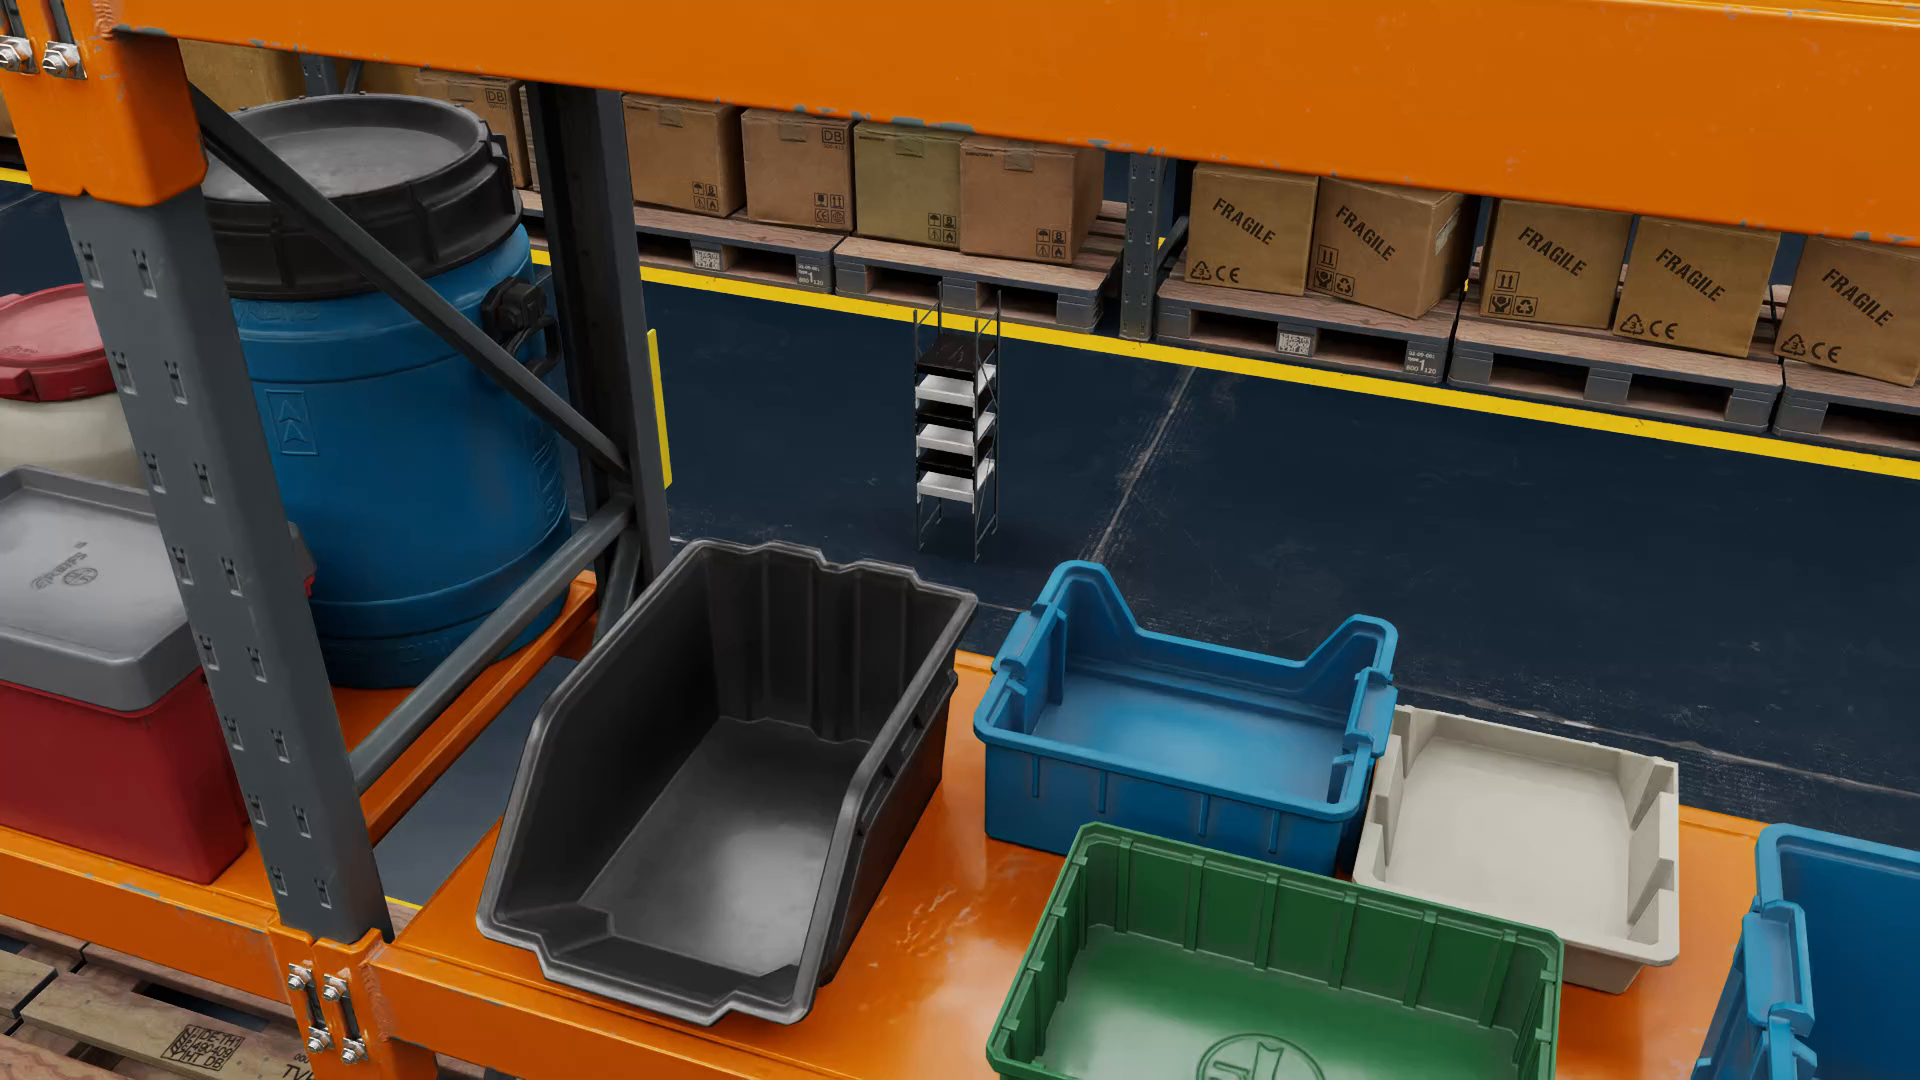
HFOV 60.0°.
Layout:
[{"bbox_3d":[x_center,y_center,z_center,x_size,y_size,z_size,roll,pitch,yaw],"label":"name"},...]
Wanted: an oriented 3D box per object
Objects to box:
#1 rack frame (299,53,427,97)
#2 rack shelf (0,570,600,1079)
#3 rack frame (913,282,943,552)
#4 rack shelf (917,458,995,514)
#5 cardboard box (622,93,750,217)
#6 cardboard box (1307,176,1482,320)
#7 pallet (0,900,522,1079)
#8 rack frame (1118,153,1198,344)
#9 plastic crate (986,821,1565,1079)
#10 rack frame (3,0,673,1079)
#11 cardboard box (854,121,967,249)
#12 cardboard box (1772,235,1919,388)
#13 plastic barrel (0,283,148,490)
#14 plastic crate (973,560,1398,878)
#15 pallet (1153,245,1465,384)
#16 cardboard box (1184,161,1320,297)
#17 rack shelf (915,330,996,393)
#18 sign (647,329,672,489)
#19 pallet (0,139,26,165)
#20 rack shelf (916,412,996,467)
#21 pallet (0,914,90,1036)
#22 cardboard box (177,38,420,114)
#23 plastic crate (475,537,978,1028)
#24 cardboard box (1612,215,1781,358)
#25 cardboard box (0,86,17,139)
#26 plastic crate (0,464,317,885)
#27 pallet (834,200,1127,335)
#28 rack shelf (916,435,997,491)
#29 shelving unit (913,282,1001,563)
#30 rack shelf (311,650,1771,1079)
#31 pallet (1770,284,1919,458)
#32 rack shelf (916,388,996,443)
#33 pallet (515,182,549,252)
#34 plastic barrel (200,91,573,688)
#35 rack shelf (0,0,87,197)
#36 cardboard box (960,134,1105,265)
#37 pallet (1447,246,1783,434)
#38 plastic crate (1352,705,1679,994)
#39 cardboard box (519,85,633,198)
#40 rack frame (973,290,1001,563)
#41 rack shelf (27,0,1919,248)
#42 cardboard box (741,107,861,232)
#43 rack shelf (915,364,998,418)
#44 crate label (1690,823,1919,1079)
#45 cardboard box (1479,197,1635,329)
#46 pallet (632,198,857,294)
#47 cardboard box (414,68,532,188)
[{"bbox_3d":[-2.864,-3.089,7.769,0.127,3.000,1.000,11,34,16],"label":"rack frame"},{"bbox_3d":[-2.652,0.108,3.480,4.000,0.370,1.077,11,34,16],"label":"rack shelf"},{"bbox_3d":[-0.103,-0.398,5.537,0.006,0.900,0.240,11,34,16],"label":"rack frame"},{"bbox_3d":[-0.008,-0.200,5.624,0.200,0.077,0.258,11,34,16],"label":"rack shelf"},{"bbox_3d":[-1.164,-1.916,7.851,0.500,0.500,0.700,14,35,20],"label":"cardboard box"},{"bbox_3d":[1.807,-1.289,6.898,0.500,0.500,0.500,23,39,31],"label":"cardboard box"},{"bbox_3d":[-1.522,1.220,3.666,1.213,0.211,1.003,11,34,16],"label":"pallet"},{"bbox_3d":[0.902,-2.357,6.635,0.127,3.000,1.000,11,34,16],"label":"rack frame"},{"bbox_3d":[0.413,0.654,2.167,0.662,0.188,0.450,11,34,16],"label":"plastic crate"},{"bbox_3d":[-0.769,0.172,2.718,0.127,3.000,1.000,11,34,16],"label":"rack frame"},{"bbox_3d":[-0.112,-1.712,7.535,0.500,0.500,0.700,11,34,16],"label":"cardboard box"},{"bbox_3d":[3.511,-0.966,6.398,0.500,0.500,0.500,21,38,29],"label":"cardboard box"},{"bbox_3d":[-1.596,-0.172,3.126,0.433,0.535,0.433,0,33,0],"label":"plastic barrel"},{"bbox_3d":[0.364,0.299,2.659,0.616,0.251,0.499,11,34,16],"label":"plastic crate"},{"bbox_3d":[1.546,-1.080,7.229,1.213,0.211,1.003,11,34,16],"label":"pallet"},{"bbox_3d":[1.265,-1.389,7.054,0.500,0.500,0.500,10,34,15],"label":"cardboard box"},{"bbox_3d":[-0.008,-0.578,5.380,0.200,0.077,0.258,11,34,16],"label":"rack shelf"},{"bbox_3d":[-0.573,-0.223,3.075,0.005,0.325,0.100,11,34,16],"label":"sign"},{"bbox_3d":[-4.725,-2.324,9.155,1.213,0.211,1.003,11,34,16],"label":"pallet"},{"bbox_3d":[-0.008,-0.352,5.526,0.200,0.077,0.258,11,34,16],"label":"rack shelf"},{"bbox_3d":[-2.674,0.997,4.010,1.213,0.211,1.003,11,34,16],"label":"pallet"},{"bbox_3d":[-3.506,-2.510,8.443,0.875,0.875,1.225,9,34,14],"label":"cardboard box"},{"bbox_3d":[-0.319,0.359,2.486,0.504,0.338,0.767,11,34,16],"label":"plastic crate"},{"bbox_3d":[2.928,-1.090,6.590,0.500,0.500,0.500,14,35,21],"label":"cardboard box"},{"bbox_3d":[-4.343,-2.677,8.702,0.875,0.875,1.225,11,34,17],"label":"cardboard box"},{"bbox_3d":[-1.328,0.213,2.596,0.583,0.464,0.402,11,34,16],"label":"plastic crate"},{"bbox_3d":[0.168,-1.327,7.611,1.213,0.211,1.003,11,34,16],"label":"pallet"},{"bbox_3d":[-0.008,-0.276,5.575,0.200,0.077,0.258,11,34,16],"label":"rack shelf"},{"bbox_3d":[-0.008,-0.380,5.508,0.210,0.900,0.258,11,34,16],"label":"shelving unit"},{"bbox_3d":[1.114,0.840,2.346,4.000,0.370,1.077,11,34,16],"label":"rack shelf"},{"bbox_3d":[3.843,-0.634,6.537,1.213,0.211,1.003,11,34,16],"label":"pallet"},{"bbox_3d":[-0.008,-0.427,5.477,0.200,0.077,0.258,11,34,16],"label":"rack shelf"},{"bbox_3d":[-2.129,-1.774,8.302,1.213,0.211,1.003,11,34,16],"label":"pallet"},{"bbox_3d":[-1.031,-0.264,2.931,0.708,0.901,0.600,11,34,16],"label":"plastic barrel"},{"bbox_3d":[-2.652,-1.152,2.666,4.000,0.370,1.077,11,34,16],"label":"rack shelf"},{"bbox_3d":[0.331,-1.615,7.385,0.500,0.500,0.700,8,34,13],"label":"cardboard box"},{"bbox_3d":[2.698,-0.858,6.884,1.213,0.211,1.003,11,34,16],"label":"pallet"},{"bbox_3d":[0.845,0.451,2.529,0.437,0.136,0.530,11,34,16],"label":"plastic crate"},{"bbox_3d":[-1.700,-2.016,8.006,0.500,0.500,0.700,8,34,12],"label":"cardboard box"},{"bbox_3d":[0.088,-0.361,5.479,0.006,0.900,0.240,11,34,16],"label":"rack frame"},{"bbox_3d":[1.114,-0.420,1.532,4.000,0.370,1.077,11,34,16],"label":"rack shelf"},{"bbox_3d":[-0.638,-1.814,7.693,0.500,0.500,0.700,8,34,12],"label":"cardboard box"},{"bbox_3d":[-0.008,-0.503,5.429,0.200,0.077,0.258,11,34,16],"label":"rack shelf"},{"bbox_3d":[1.172,0.691,1.882,0.616,0.435,0.502,11,34,16],"label":"crate label"},{"bbox_3d":[2.418,-1.215,6.784,0.500,0.500,0.500,8,34,12],"label":"cardboard box"},{"bbox_3d":[-0.984,-1.549,7.955,1.213,0.211,1.003,11,34,16],"label":"pallet"},{"bbox_3d":[-2.226,-2.111,8.153,0.500,0.500,0.700,9,34,14],"label":"cardboard box"}]
